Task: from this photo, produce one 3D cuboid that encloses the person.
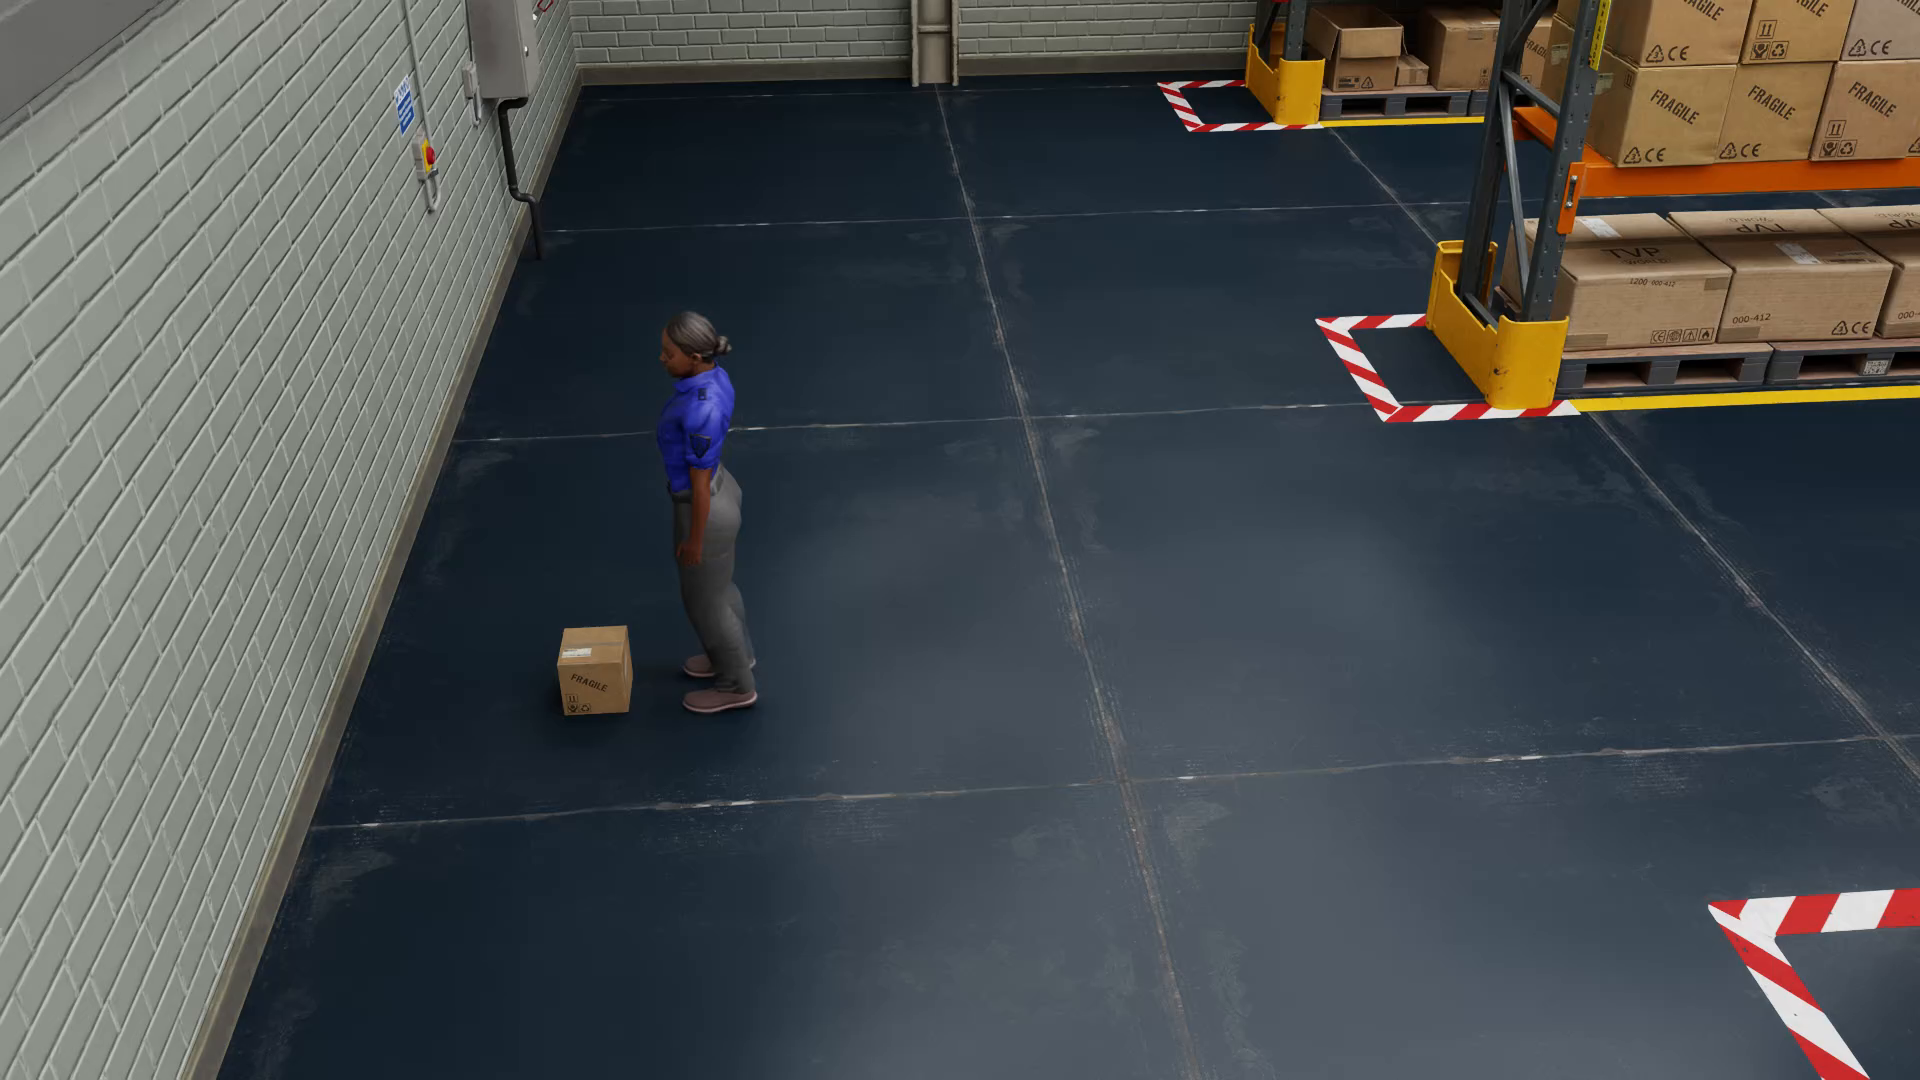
[{"bbox_3d":[-0.972,-0.097,6.303,0.307,1.656,0.436,-2,31,-3],"label":"person"}]
